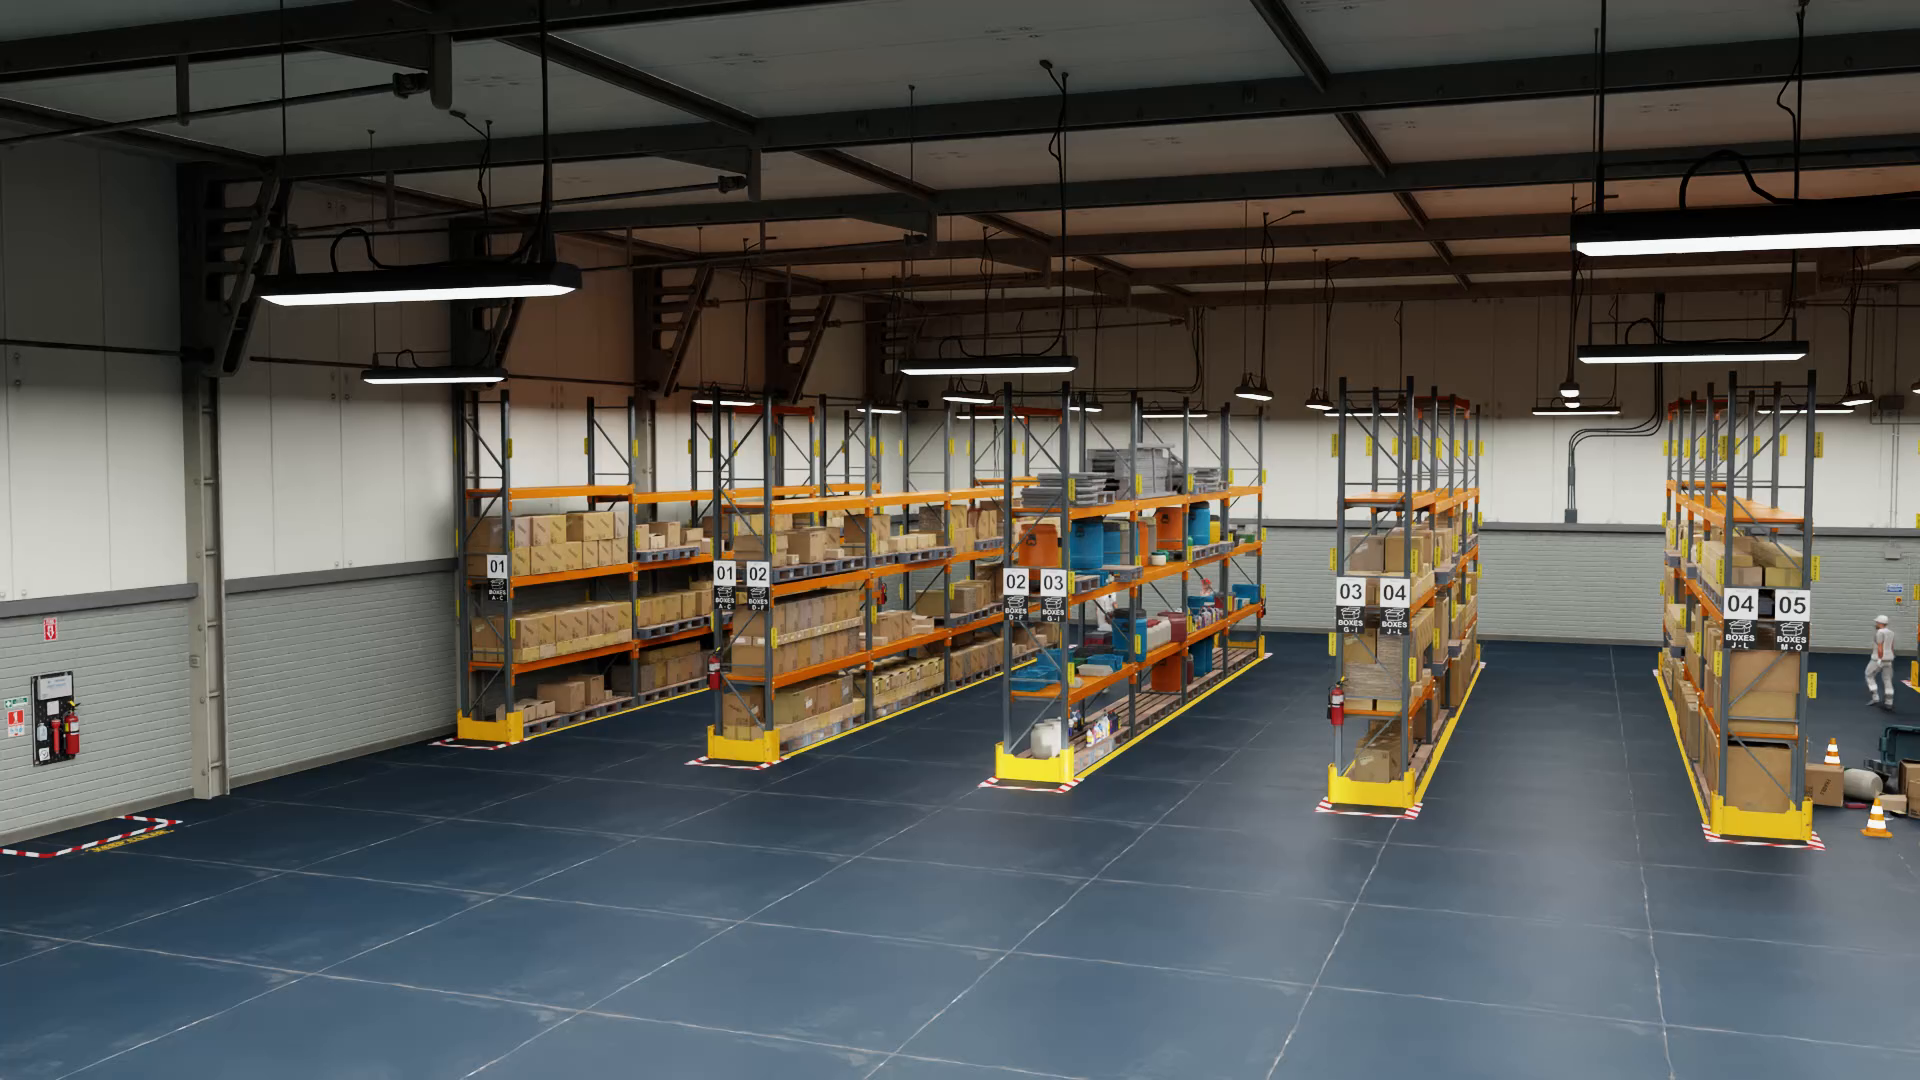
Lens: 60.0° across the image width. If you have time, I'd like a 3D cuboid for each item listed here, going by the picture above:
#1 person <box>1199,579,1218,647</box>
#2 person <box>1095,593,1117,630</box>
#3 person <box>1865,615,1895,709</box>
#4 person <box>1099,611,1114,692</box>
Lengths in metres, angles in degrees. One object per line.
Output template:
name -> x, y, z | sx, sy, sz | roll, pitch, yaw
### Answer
person -> 6.103, 1.839, 41.297 | 0.992, 1.754, 0.565 | -2, 4, -30
person -> 3.631, 1.844, 41.369 | 0.551, 1.717, 1.054 | 0, 3, 5
person -> 17.796, 2.343, 32.015 | 0.517, 1.782, 0.527 | 0, 3, -6
person -> 3.042, 2.319, 34.109 | 0.451, 1.714, 0.595 | 1, 3, 14
